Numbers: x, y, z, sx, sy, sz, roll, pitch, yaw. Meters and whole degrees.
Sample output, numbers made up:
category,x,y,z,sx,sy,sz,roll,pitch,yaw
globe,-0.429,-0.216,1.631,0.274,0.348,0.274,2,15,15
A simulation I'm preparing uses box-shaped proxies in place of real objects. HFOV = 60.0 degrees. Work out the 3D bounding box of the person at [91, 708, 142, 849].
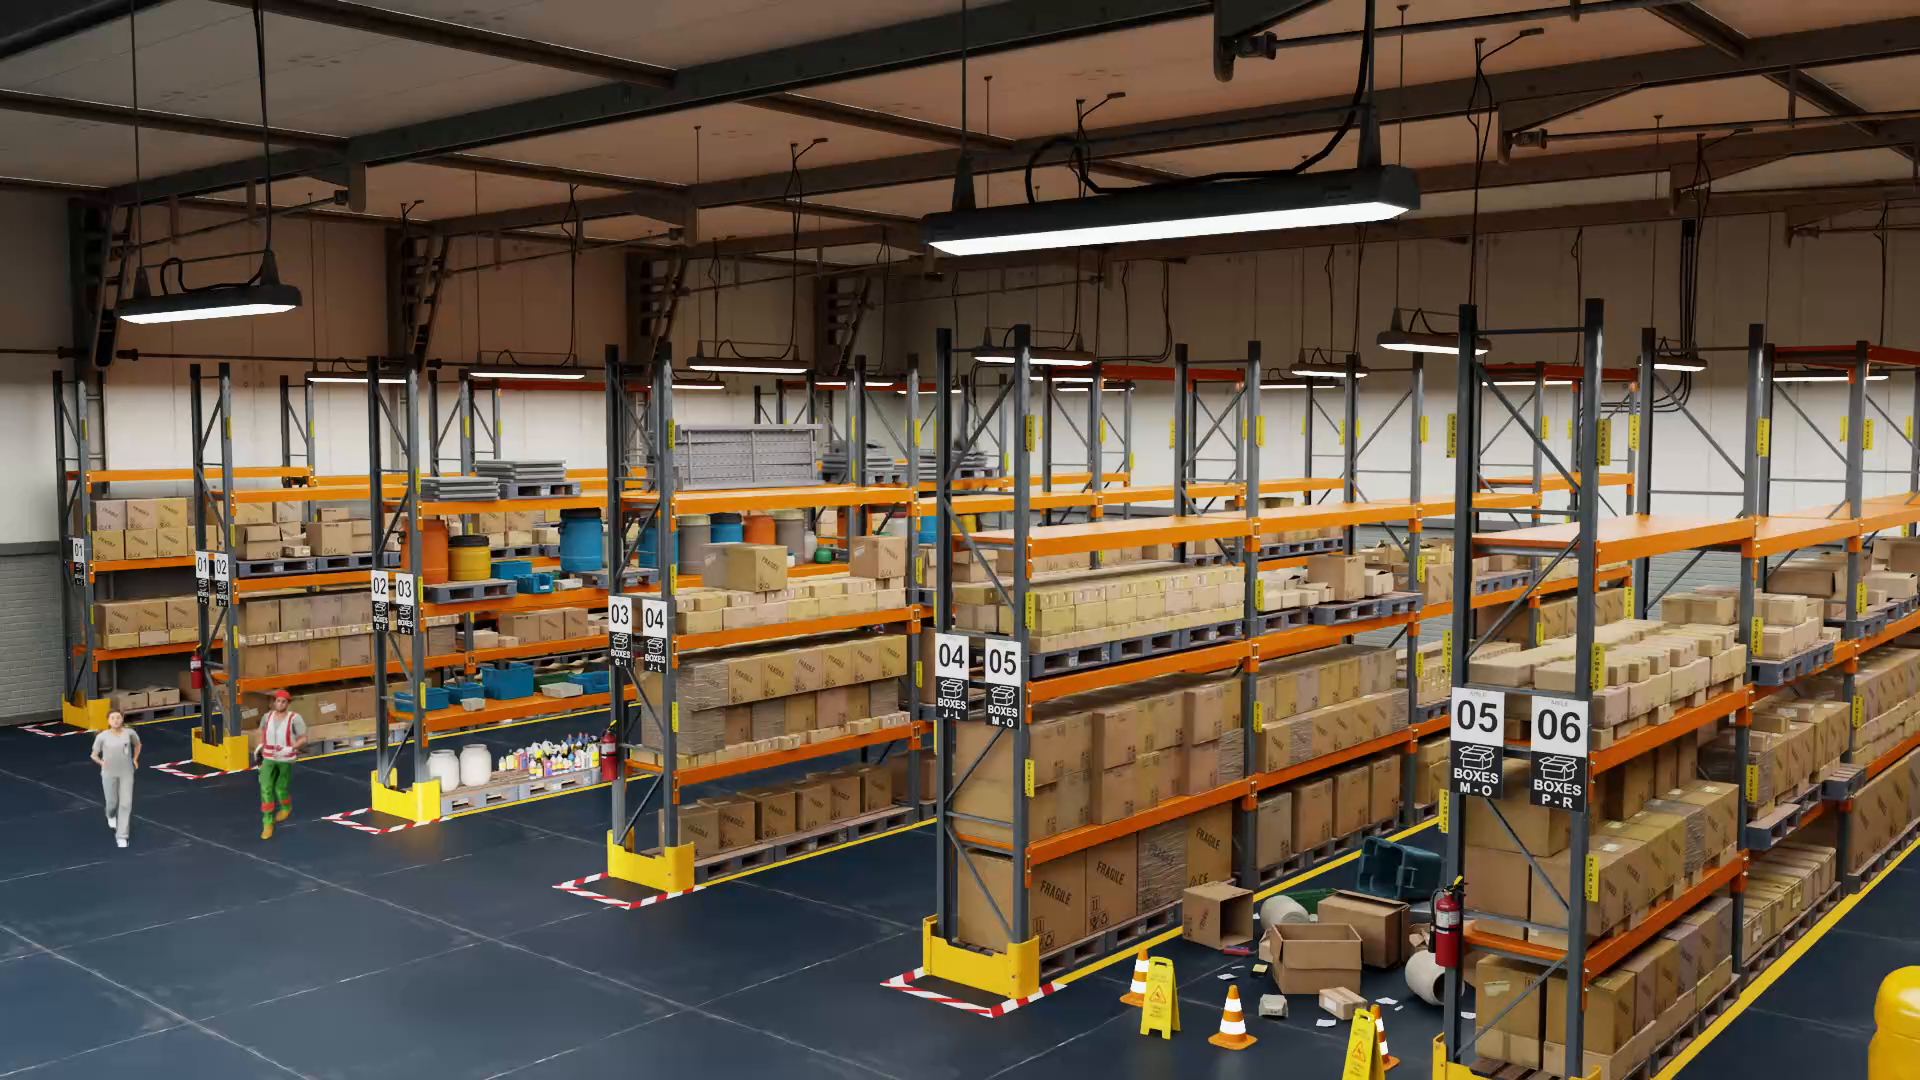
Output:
category,x,y,z,sx,sy,sz,roll,pitch,yaw
person,-10.294,2.876,20.327,0.569,1.658,0.868,-3,5,-32

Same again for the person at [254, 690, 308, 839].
category,x,y,z,sx,sy,sz,roll,pitch,yaw
person,-8.529,2.764,20.868,0.671,1.770,0.956,0,4,-7

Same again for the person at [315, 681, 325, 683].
category,x,y,z,sx,sy,sz,roll,pitch,yaw
person,-10.695,2.333,27.868,0.588,1.672,0.923,3,5,38

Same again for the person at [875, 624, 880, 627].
category,x,y,z,sx,sy,sz,roll,pitch,yaw
person,-1.454,1.629,32.958,0.663,1.766,0.752,2,5,27
